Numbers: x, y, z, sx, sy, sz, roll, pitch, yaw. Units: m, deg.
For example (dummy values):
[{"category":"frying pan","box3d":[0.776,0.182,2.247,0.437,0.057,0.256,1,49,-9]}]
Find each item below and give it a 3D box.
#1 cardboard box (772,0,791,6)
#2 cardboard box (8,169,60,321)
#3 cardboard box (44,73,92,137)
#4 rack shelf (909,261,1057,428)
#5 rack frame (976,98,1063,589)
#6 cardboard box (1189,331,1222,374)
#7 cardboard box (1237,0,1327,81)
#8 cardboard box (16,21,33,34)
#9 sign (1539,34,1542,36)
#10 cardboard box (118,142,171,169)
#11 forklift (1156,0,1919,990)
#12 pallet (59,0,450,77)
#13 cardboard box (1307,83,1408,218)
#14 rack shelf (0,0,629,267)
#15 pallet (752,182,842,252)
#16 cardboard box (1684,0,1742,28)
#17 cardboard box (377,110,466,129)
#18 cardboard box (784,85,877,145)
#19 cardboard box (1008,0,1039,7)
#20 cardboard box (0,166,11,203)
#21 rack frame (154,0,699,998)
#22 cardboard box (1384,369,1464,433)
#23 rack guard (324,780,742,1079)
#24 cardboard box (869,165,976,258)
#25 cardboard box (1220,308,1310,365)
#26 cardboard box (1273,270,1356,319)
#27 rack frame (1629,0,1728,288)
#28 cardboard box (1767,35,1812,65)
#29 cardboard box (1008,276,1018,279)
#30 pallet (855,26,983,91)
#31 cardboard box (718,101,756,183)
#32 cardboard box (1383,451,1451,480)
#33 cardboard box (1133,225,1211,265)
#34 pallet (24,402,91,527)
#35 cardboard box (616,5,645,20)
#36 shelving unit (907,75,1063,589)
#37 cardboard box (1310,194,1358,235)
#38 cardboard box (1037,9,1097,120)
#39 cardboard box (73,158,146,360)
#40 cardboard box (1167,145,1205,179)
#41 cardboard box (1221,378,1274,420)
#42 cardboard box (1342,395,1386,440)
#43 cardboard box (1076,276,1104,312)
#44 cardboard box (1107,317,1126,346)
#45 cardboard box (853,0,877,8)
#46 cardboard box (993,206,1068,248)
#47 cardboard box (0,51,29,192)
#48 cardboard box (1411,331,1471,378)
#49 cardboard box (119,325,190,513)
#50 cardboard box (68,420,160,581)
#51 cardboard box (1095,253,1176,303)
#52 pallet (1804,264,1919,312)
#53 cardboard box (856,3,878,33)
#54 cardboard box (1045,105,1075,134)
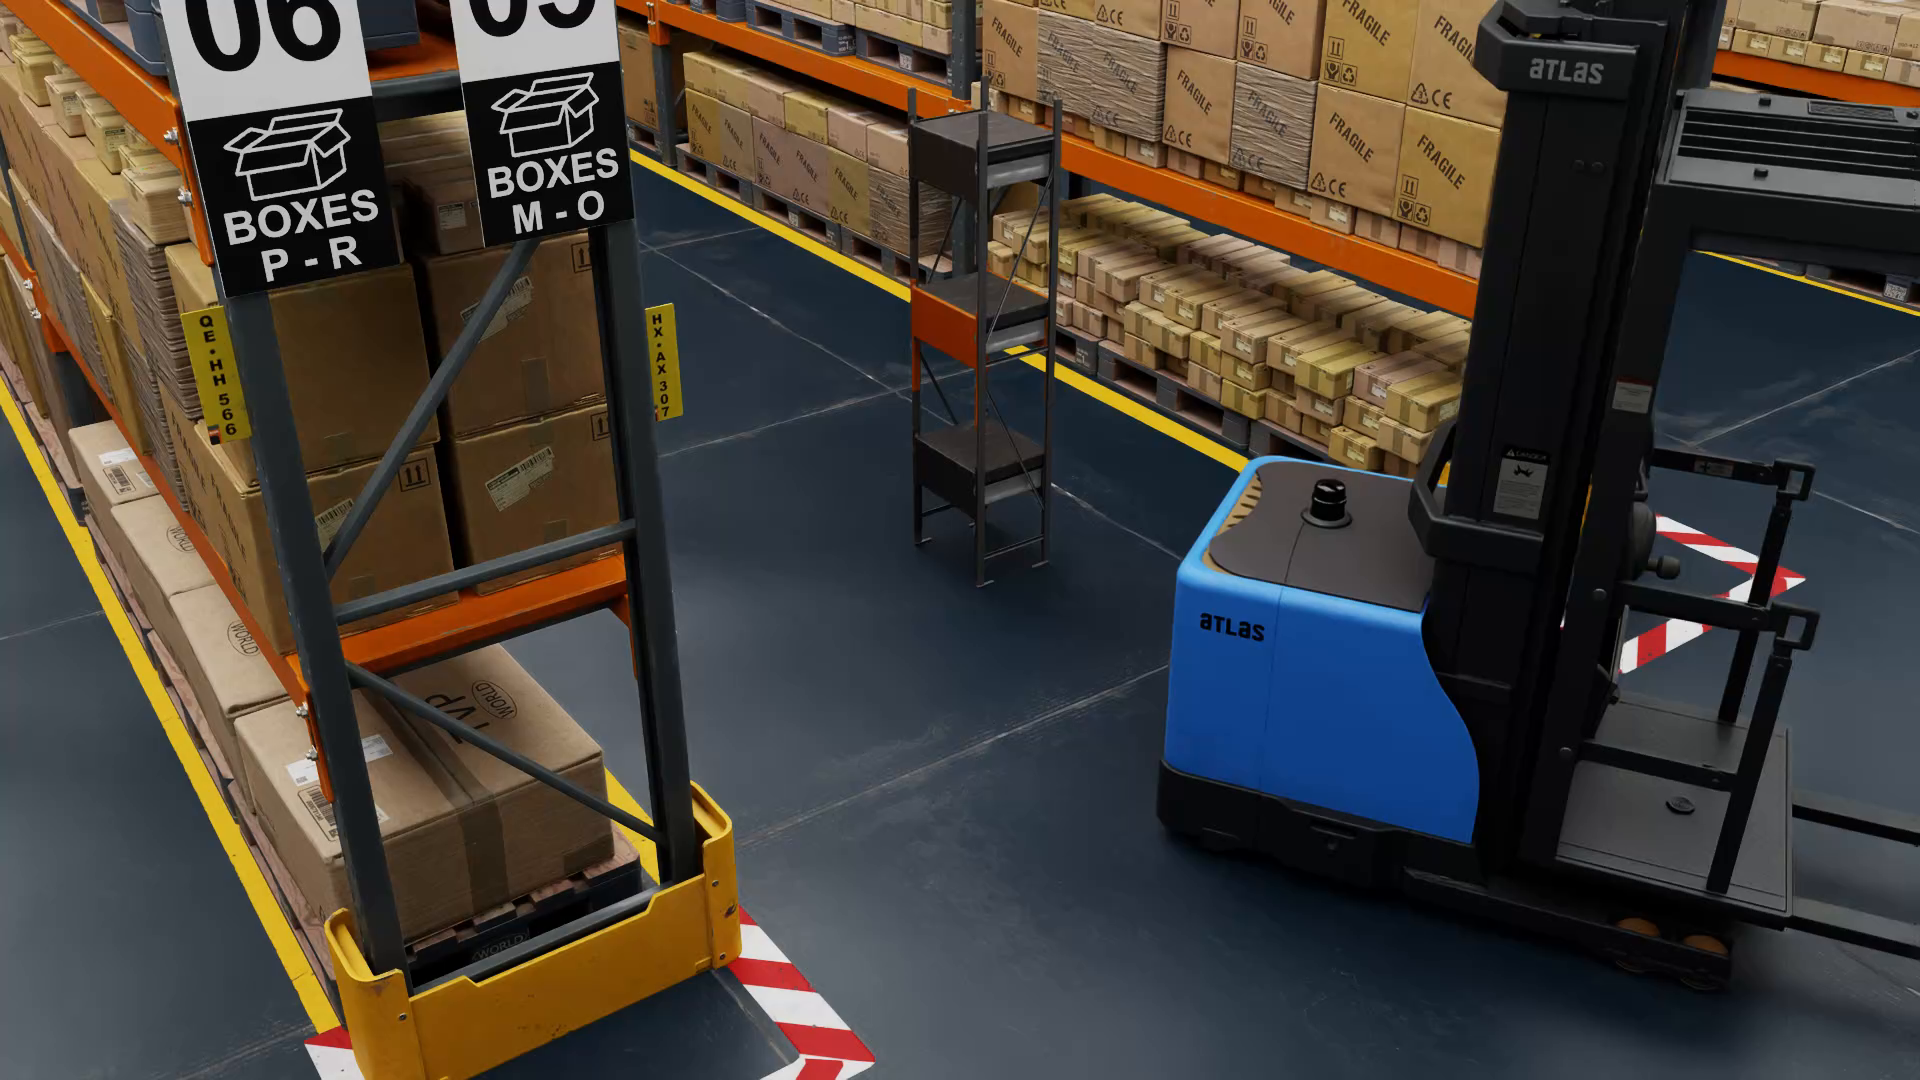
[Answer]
[{"category":"cardboard box","box3d":[-1.063,-3.759,11.351,0.380,0.149,0.250,-18,33,-30]},{"category":"cardboard box","box3d":[-3.524,-1.254,6.811,0.500,0.500,0.500,-18,33,-29]},{"category":"cardboard box","box3d":[-2.743,-1.441,5.429,0.380,0.149,0.250,-19,34,-30]},{"category":"rack shelf","box3d":[0.096,-0.846,7.137,0.431,0.518,0.480,-19,34,-31]},{"category":"rack frame","box3d":[0.238,-0.763,6.956,0.400,2.100,0.015,-19,34,-31]},{"category":"cardboard box","box3d":[1.425,-1.012,8.706,0.380,0.149,0.250,-17,33,-28]},{"category":"cardboard box","box3d":[1.640,-2.439,7.634,0.500,0.500,0.500,-17,33,-28]},{"category":"cardboard box","box3d":[-3.266,-1.856,6.192,0.380,0.149,0.250,-19,34,-31]},{"category":"sign","box3d":[2.248,-1.821,6.416,0.100,0.325,0.005,-19,34,-31]},{"category":"cardboard box","box3d":[-2.131,-1.041,4.691,0.380,0.149,0.250,-18,33,-30]},{"category":"forklift","box3d":[2.251,-0.179,5.008,3.031,2.935,1.130,12,31,21]},{"category":"pallet","box3d":[-1.701,-1.474,4.272,1.003,0.211,1.213,-19,34,-31]},{"category":"cardboard box","box3d":[1.947,-1.799,7.503,0.500,0.500,0.500,-19,34,-31]},{"category":"rack shelf","box3d":[-2.422,-1.689,5.328,1.077,0.370,4.000,-19,34,-31]},{"category":"pallet","box3d":[-0.773,-2.426,11.996,1.003,0.211,1.213,-19,34,-31]},{"category":"cardboard box","box3d":[5.139,-3.623,11.124,0.500,0.250,0.500,-18,33,-29]},{"category":"cardboard box","box3d":[-1.677,-1.205,4.994,0.380,0.149,0.250,-20,34,-32]},{"category":"cardboard box","box3d":[-0.852,-2.915,11.367,0.500,0.250,0.500,-20,35,-33]},{"category":"cardboard box","box3d":[0.454,-3.245,9.119,0.500,0.500,0.500,-18,33,-29]},{"category":"cardboard box","box3d":[-4.036,-1.723,7.412,0.500,0.250,0.500,-19,34,-31]},{"category":"rack frame","box3d":[-1.262,0.090,4.441,1.000,3.000,0.127,-19,34,-31]},{"category":"cardboard box","box3d":[2.198,-0.648,7.724,0.380,0.149,0.250,-18,33,-30]},{"category":"rack guard","box3d":[-1.248,1.198,5.020,1.175,0.500,0.348,-19,34,-31]},{"category":"cardboard box","box3d":[-0.243,-2.178,10.797,0.500,0.500,0.500,-19,34,-32]},{"category":"cardboard box","box3d":[1.545,-1.034,8.436,0.380,0.149,0.250,-17,33,-29]},{"category":"cardboard box","box3d":[1.905,-1.316,8.955,0.380,0.149,0.250,-18,33,-30]},{"category":"rack frame","box3d":[2.711,-1.319,7.036,1.000,3.000,0.127,-19,34,-31]},{"category":"cardboard box","box3d":[5.449,-3.184,10.733,0.380,0.149,0.250,-18,33,-30]},{"category":"cardboard box","box3d":[0.341,-1.576,10.055,0.380,0.149,0.250,-20,35,-33]},{"category":"pallet","box3d":[0.066,-3.127,10.567,1.003,0.211,1.213,-19,34,-31]},{"category":"cardboard box","box3d":[-1.432,-2.975,12.265,0.500,0.500,0.500,-18,33,-30]},{"category":"cardboard box","box3d":[2.236,-0.398,7.887,0.380,0.149,0.250,-18,33,-30]},{"category":"cardboard box","box3d":[1.227,-1.696,9.653,0.380,0.149,0.250,-18,33,-29]},{"category":"pallet","box3d":[-4.091,-0.518,8.483,1.003,0.211,1.213,-19,34,-31]},{"category":"cardboard box","box3d":[-2.719,-4.226,14.305,1.050,0.750,0.750,-18,33,-30]},{"category":"shelving unit","box3d":[0.096,-0.858,7.130,0.431,2.100,0.503,-19,34,-31]},{"category":"cardboard box","box3d":[1.854,-1.551,7.725,0.380,0.149,0.250,-18,33,-29]},{"category":"cardboard box","box3d":[0.766,-2.596,8.971,0.500,0.500,0.500,-19,34,-31]},{"category":"cardboard box","box3d":[-2.347,-0.903,5.117,0.500,0.500,0.500,-19,34,-31]},{"category":"cardboard box","box3d":[1.286,-1.973,8.504,0.380,0.149,0.250,-17,33,-29]},{"category":"cardboard box","box3d":[1.569,-0.771,8.573,0.380,0.149,0.250,-20,35,-33]},{"category":"cardboard box","box3d":[2.065,-0.624,7.992,0.380,0.149,0.250,-20,34,-32]},{"category":"cardboard box","box3d":[0.886,-1.443,9.500,0.380,0.149,0.250,-21,35,-33]},{"category":"cardboard box","box3d":[1.054,-1.210,9.382,0.380,0.149,0.250,-20,35,-33]},{"category":"cardboard box","box3d":[-0.458,-3.484,10.533,0.380,0.149,0.250,-20,34,-32]},{"category":"cardboard box","box3d":[0.422,-1.876,9.985,0.380,0.149,0.250,-17,33,-29]},{"category":"cardboard box","box3d":[-3.503,-1.696,6.577,0.500,0.500,0.500,-19,34,-30]},{"category":"cardboard box","box3d":[2.426,-0.884,8.159,0.380,0.149,0.250,-18,33,-30]},{"category":"cardboard box","box3d":[-2.343,-0.464,5.357,0.500,0.500,0.500,-18,33,-29]},{"category":"cardboard box","box3d":[-3.306,-0.250,7.311,0.875,0.438,0.875,-19,34,-31]},{"category":"cardboard box","box3d":[0.972,-1.451,9.203,0.380,0.149,0.250,-18,33,-30]},{"category":"pallet","box3d":[6.283,-1.717,10.690,1.003,0.211,1.213,-19,34,-31]},{"category":"cardboard box","box3d":[-0.440,-3.344,10.587,0.380,0.149,0.250,-21,35,-33]},{"category":"cardboard box","box3d":[0.697,-2.394,9.279,0.380,0.149,0.250,-20,35,-33]}]
